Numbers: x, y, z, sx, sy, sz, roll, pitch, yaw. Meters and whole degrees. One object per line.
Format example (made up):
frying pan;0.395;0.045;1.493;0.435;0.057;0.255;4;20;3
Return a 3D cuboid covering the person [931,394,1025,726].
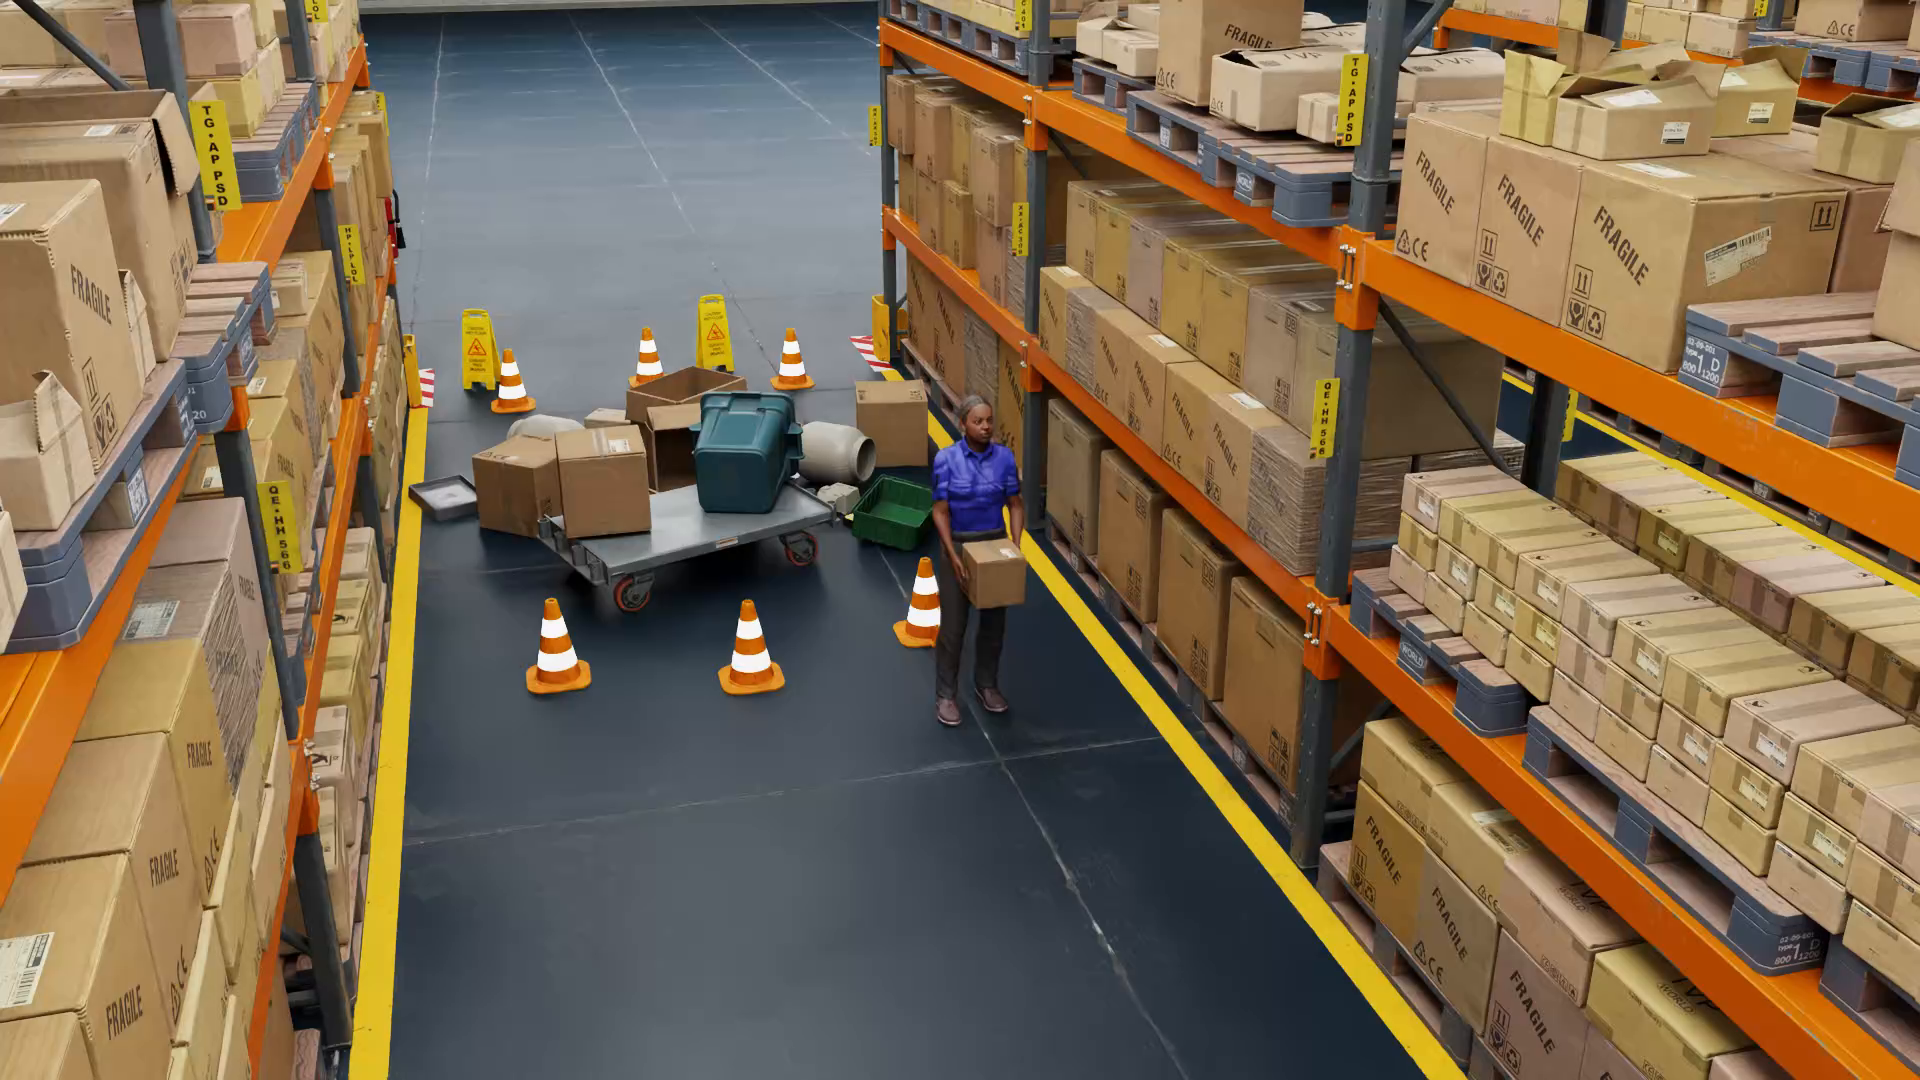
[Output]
person;0.098;0.101;8.366;0.494;1.658;0.449;-6;24;-14
